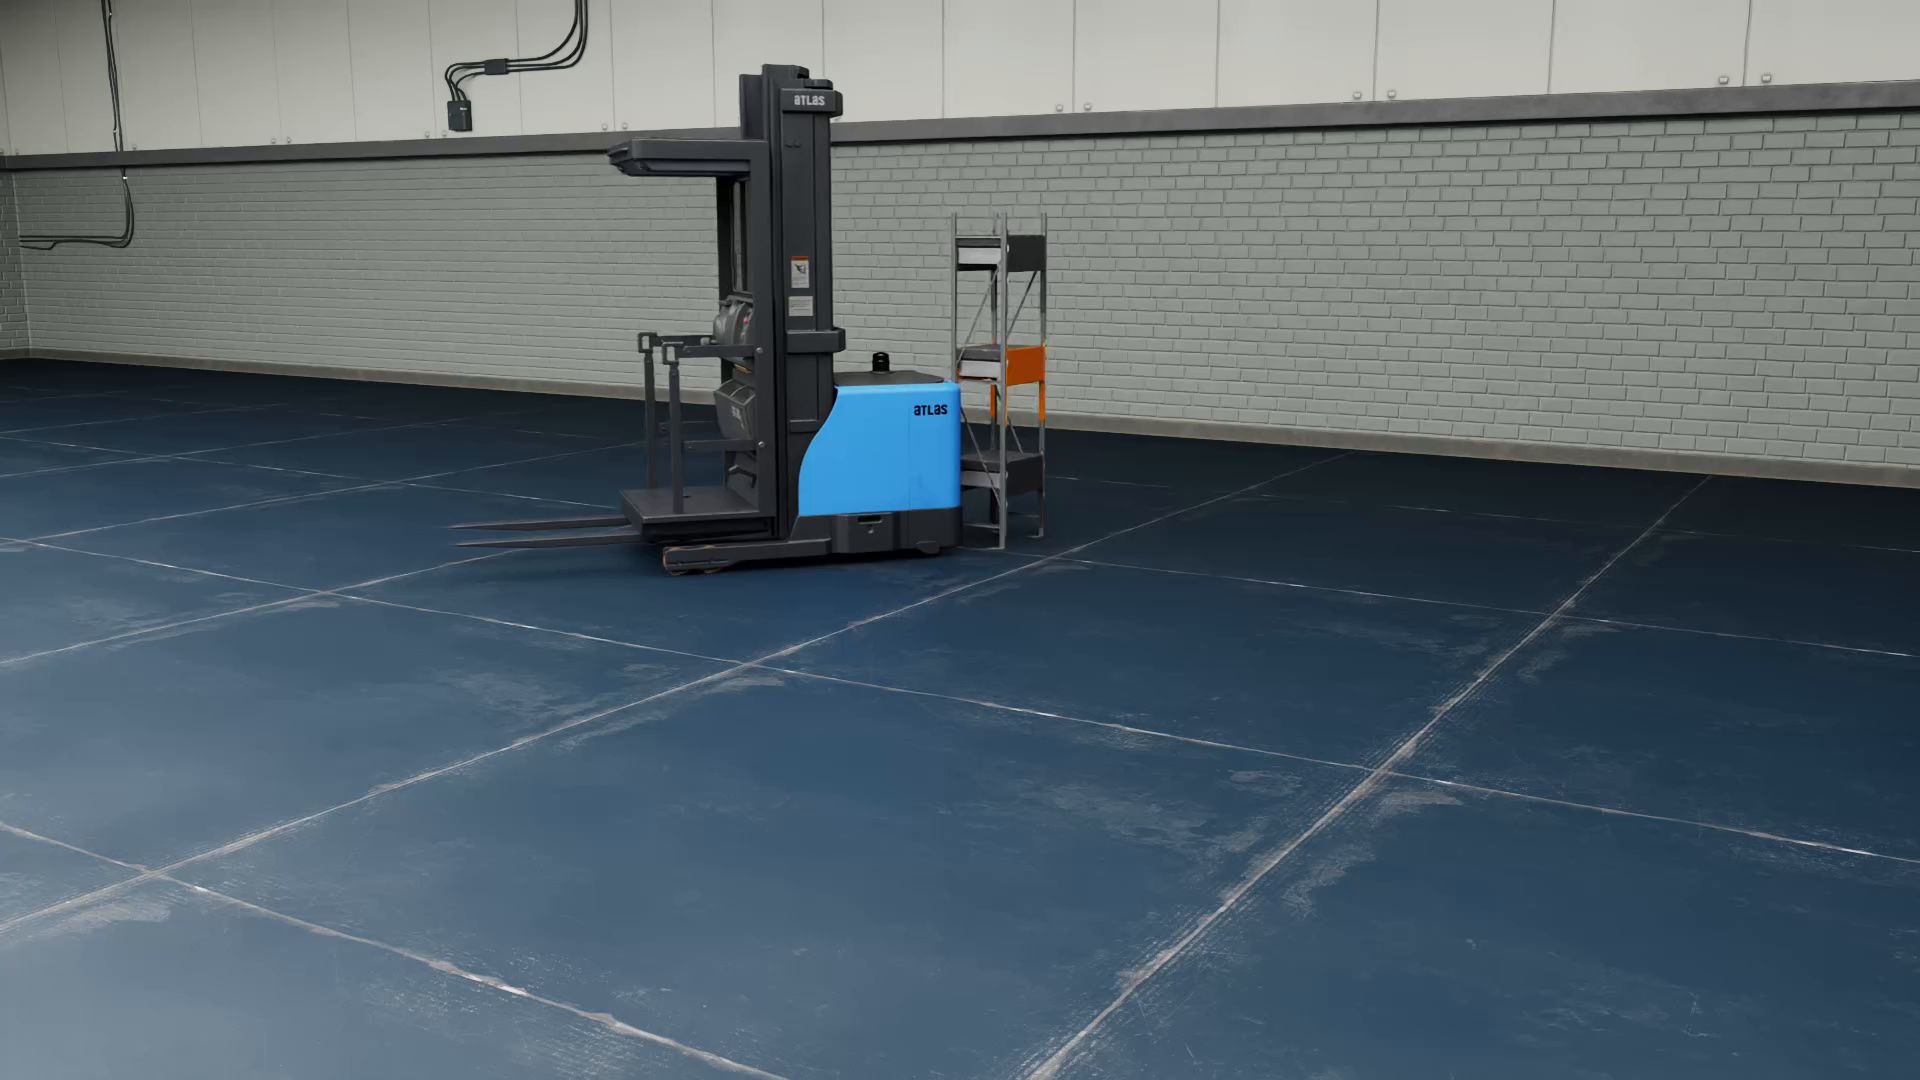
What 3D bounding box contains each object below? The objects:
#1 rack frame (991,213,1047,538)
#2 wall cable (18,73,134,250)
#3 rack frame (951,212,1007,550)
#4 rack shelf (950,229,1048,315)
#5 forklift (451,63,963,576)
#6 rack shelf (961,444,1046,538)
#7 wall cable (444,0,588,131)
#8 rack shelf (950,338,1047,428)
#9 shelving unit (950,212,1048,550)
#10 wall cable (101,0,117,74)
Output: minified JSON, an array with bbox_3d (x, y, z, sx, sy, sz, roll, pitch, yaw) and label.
[{"bbox_3d":[0.380,-1.063,10.840,0.400,2.100,0.015,7,13,32],"label":"rack frame"},{"bbox_3d":[-13.439,-5.634,24.948,3.097,2.526,0.112,6,12,31],"label":"wall cable"},{"bbox_3d":[0.116,-0.987,10.437,0.400,2.100,0.015,7,13,32],"label":"rack frame"},{"bbox_3d":[0.248,-1.700,10.512,0.431,0.518,0.480,7,13,32],"label":"rack shelf"},{"bbox_3d":[-1.556,-1.341,10.066,3.031,2.935,1.130,-4,11,-18],"label":"forklift"},{"bbox_3d":[0.248,-0.324,10.770,0.431,0.518,0.480,7,13,32],"label":"rack shelf"},{"bbox_3d":[-5.334,-7.923,19.491,2.305,6.003,0.169,6,12,31],"label":"wall cable"},{"bbox_3d":[0.248,-1.012,10.641,0.431,0.518,0.480,7,13,32],"label":"rack shelf"},{"bbox_3d":[0.248,-1.025,10.638,0.431,2.100,0.503,7,13,32],"label":"shelving unit"},{"bbox_3d":[-11.127,-7.858,23.102,3.097,2.526,0.112,6,12,31],"label":"wall cable"}]
